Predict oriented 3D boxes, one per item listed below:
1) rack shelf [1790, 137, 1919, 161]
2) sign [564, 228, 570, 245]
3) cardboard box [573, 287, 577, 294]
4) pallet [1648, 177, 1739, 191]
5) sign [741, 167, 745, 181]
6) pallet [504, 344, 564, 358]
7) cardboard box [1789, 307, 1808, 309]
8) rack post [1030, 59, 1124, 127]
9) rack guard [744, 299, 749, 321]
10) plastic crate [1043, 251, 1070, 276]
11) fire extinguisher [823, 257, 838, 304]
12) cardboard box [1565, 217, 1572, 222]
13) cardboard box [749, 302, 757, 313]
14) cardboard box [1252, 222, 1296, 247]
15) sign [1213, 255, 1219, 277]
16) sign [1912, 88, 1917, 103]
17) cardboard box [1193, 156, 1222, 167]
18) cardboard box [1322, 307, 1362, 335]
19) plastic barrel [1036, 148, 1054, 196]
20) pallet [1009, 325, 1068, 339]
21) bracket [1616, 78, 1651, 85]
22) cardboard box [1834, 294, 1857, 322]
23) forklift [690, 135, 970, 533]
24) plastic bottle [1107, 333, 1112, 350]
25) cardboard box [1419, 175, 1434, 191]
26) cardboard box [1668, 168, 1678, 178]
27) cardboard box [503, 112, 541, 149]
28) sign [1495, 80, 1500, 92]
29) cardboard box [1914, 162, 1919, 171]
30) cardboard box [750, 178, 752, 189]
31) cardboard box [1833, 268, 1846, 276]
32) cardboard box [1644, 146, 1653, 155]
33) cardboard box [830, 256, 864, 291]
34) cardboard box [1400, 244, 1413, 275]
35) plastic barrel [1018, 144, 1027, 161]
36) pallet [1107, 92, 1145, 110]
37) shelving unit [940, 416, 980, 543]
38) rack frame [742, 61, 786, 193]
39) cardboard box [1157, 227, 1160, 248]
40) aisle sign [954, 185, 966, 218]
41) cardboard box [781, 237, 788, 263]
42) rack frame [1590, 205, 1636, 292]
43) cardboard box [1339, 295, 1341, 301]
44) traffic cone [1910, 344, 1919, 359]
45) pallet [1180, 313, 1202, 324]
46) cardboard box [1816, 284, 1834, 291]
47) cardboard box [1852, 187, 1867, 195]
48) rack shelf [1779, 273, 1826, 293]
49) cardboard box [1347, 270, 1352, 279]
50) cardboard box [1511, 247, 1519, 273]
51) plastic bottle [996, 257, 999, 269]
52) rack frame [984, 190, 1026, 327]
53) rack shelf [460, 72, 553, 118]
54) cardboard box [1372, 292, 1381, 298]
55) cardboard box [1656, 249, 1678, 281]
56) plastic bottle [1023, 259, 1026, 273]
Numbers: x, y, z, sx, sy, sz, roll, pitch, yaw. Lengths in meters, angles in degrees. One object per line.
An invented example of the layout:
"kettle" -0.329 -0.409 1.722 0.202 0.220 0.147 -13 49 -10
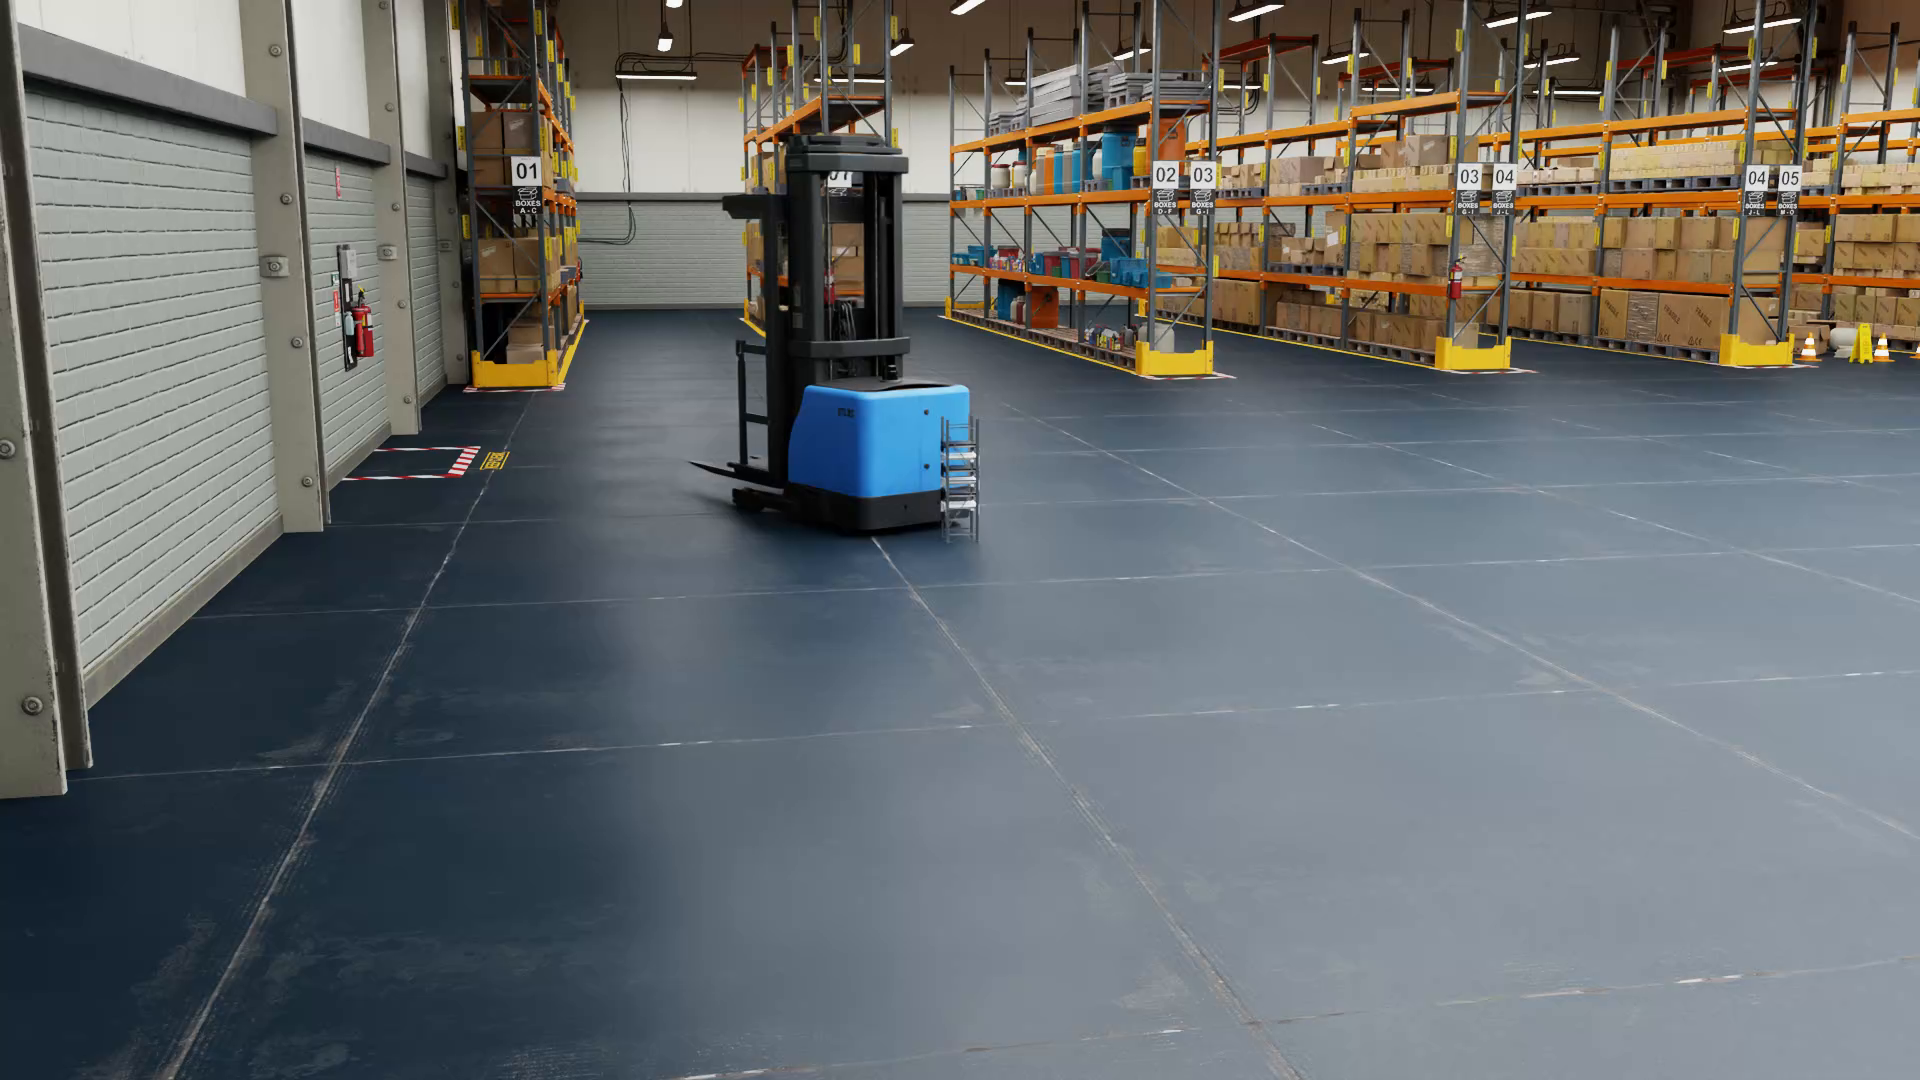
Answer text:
"rack shelf" 20.870 -8.987 38.339 1.077 0.370 4.000 -2 11 -11
"sign" -7.376 -5.692 31.195 0.100 0.325 0.005 -2 11 -11
"cardboard box" -8.974 -5.716 38.036 0.380 0.149 0.250 -2 11 -9
"pallet" 12.715 -6.166 28.783 1.003 0.211 1.213 -2 11 -11
"sign" -5.136 -8.672 39.376 0.100 0.325 0.005 -2 11 -11
"pallet" -7.281 -3.180 28.340 1.003 0.211 1.213 -2 11 -11
"cardboard box" 16.784 -4.579 34.135 0.950 0.372 0.625 -2 11 -9
"rack post" 2.122 -8.171 30.523 1.013 1.000 3.121 -2 11 -11
"rack guard" -4.589 -5.547 40.003 1.175 0.500 0.348 -2 11 -11
"plastic crate" 1.825 -5.225 31.455 0.402 0.464 0.583 -2 11 -11
"fire extinguisher" -1.925 -3.778 24.229 0.296 0.674 0.183 -2 11 -11
"cardboard box" 15.106 -7.868 40.835 0.380 0.149 0.250 -2 11 -11
"cardboard box" -4.679 -5.452 38.998 0.500 0.250 0.500 -2 11 -11
"cardboard box" 6.543 -6.358 34.627 0.797 0.503 0.637 -2 11 -9
"sign" 3.908 -4.189 25.442 0.100 0.325 0.005 -2 11 -11
"sign" 20.728 -9.646 36.099 0.100 0.325 0.005 -2 11 -11
"cardboard box" 5.715 -8.734 38.376 0.500 0.250 0.500 -3 11 -15
"cardboard box" 7.275 -4.137 31.420 0.700 0.500 0.500 -2 11 -11
"plastic barrel" 1.758 -7.062 31.916 0.600 0.901 0.600 0 11 0
"pallet" 1.617 -4.274 34.089 1.003 0.211 1.213 -2 11 -11
"bracket" 19.090 -13.508 49.474 0.076 0.066 5.218 -2 11 -11
"cardboard box" 17.018 -4.414 31.589 0.500 0.500 0.500 -2 11 -8
"forklift" -1.201 -1.719 13.387 1.130 2.935 3.031 -8 13 -36
"plastic bottle" 2.531 -3.305 27.649 0.152 0.276 0.135 -2 11 -13
"cardboard box" 7.783 -5.784 26.944 0.500 0.250 0.500 -2 11 -11
"cardboard box" 12.417 -6.310 28.584 0.380 0.149 0.250 -2 11 -10
"cardboard box" -6.187 -5.777 23.507 0.500 0.500 0.500 -3 11 -15
"sign" 11.024 -9.266 34.104 0.100 0.325 0.005 -2 11 -11
"cardboard box" 17.260 -6.647 29.616 0.380 0.149 0.250 -2 11 -10
"cardboard box" -4.472 -8.055 37.538 0.500 0.250 0.500 -2 11 -11
"cardboard box" 16.915 -5.115 31.720 0.380 0.149 0.250 -2 11 -11
"cardboard box" 12.270 -6.841 29.241 0.380 0.149 0.250 -2 11 -10
"cardboard box" -1.570 -3.990 24.868 0.700 0.500 0.500 -2 11 -11
"cardboard box" 7.876 -4.692 27.761 0.875 0.500 0.500 -2 11 -11
"plastic barrel" 1.515 -7.853 34.949 0.600 0.901 0.708 -2 11 -11
"pallet" 3.018 -7.051 26.749 1.003 0.211 1.213 -2 11 -11
"shelving unit" -0.002 -0.444 12.120 0.258 0.900 0.210 -2 11 -11
"rack frame" -4.604 -9.736 39.281 1.000 3.000 0.127 -2 11 -11
"cardboard box" 5.040 -7.400 40.652 0.500 0.500 0.500 -2 11 -12
"aisle sign" -0.050 -8.248 40.555 0.394 0.787 0.004 -2 11 -11
"cardboard box" -3.281 -5.688 32.670 0.700 0.500 0.500 -6 12 -30
"rack frame" 15.612 -6.775 39.770 1.000 3.000 0.127 -2 11 -11
"cardboard box" 9.849 -6.157 42.227 0.380 0.149 0.250 -2 11 -9
"traffic cone" 16.597 -3.360 28.612 0.336 0.463 0.334 -2 11 -11
"pallet" 5.821 -5.187 38.885 1.003 0.211 1.213 -2 11 -11
"cardboard box" 20.559 -5.986 39.453 0.380 0.149 0.250 -2 11 -11
"cardboard box" 16.982 -6.542 31.194 0.380 0.149 0.250 -2 11 -11
"rack shelf" 16.779 -5.321 34.056 1.077 0.370 4.000 -2 11 -11
"cardboard box" 7.194 -4.774 29.927 0.380 0.149 0.250 -2 11 -11
"cardboard box" 11.479 -5.707 33.890 0.500 0.500 0.500 -2 11 -12
"plastic bottle" 0.817 -5.983 35.954 0.097 0.271 0.097 0 11 0
"rack frame" 1.033 -6.235 36.931 1.000 3.000 0.127 -2 11 -11
"rack shelf" -6.740 -6.632 24.908 1.077 0.370 4.000 -2 11 -11
"cardboard box" 10.191 -5.918 40.177 0.380 0.149 0.250 -3 11 -14
"cardboard box" 12.736 -4.819 29.091 0.875 0.550 0.500 -2 11 -11
"plastic bottle" 1.314 -5.502 33.395 0.061 0.283 0.133 -2 11 -11
